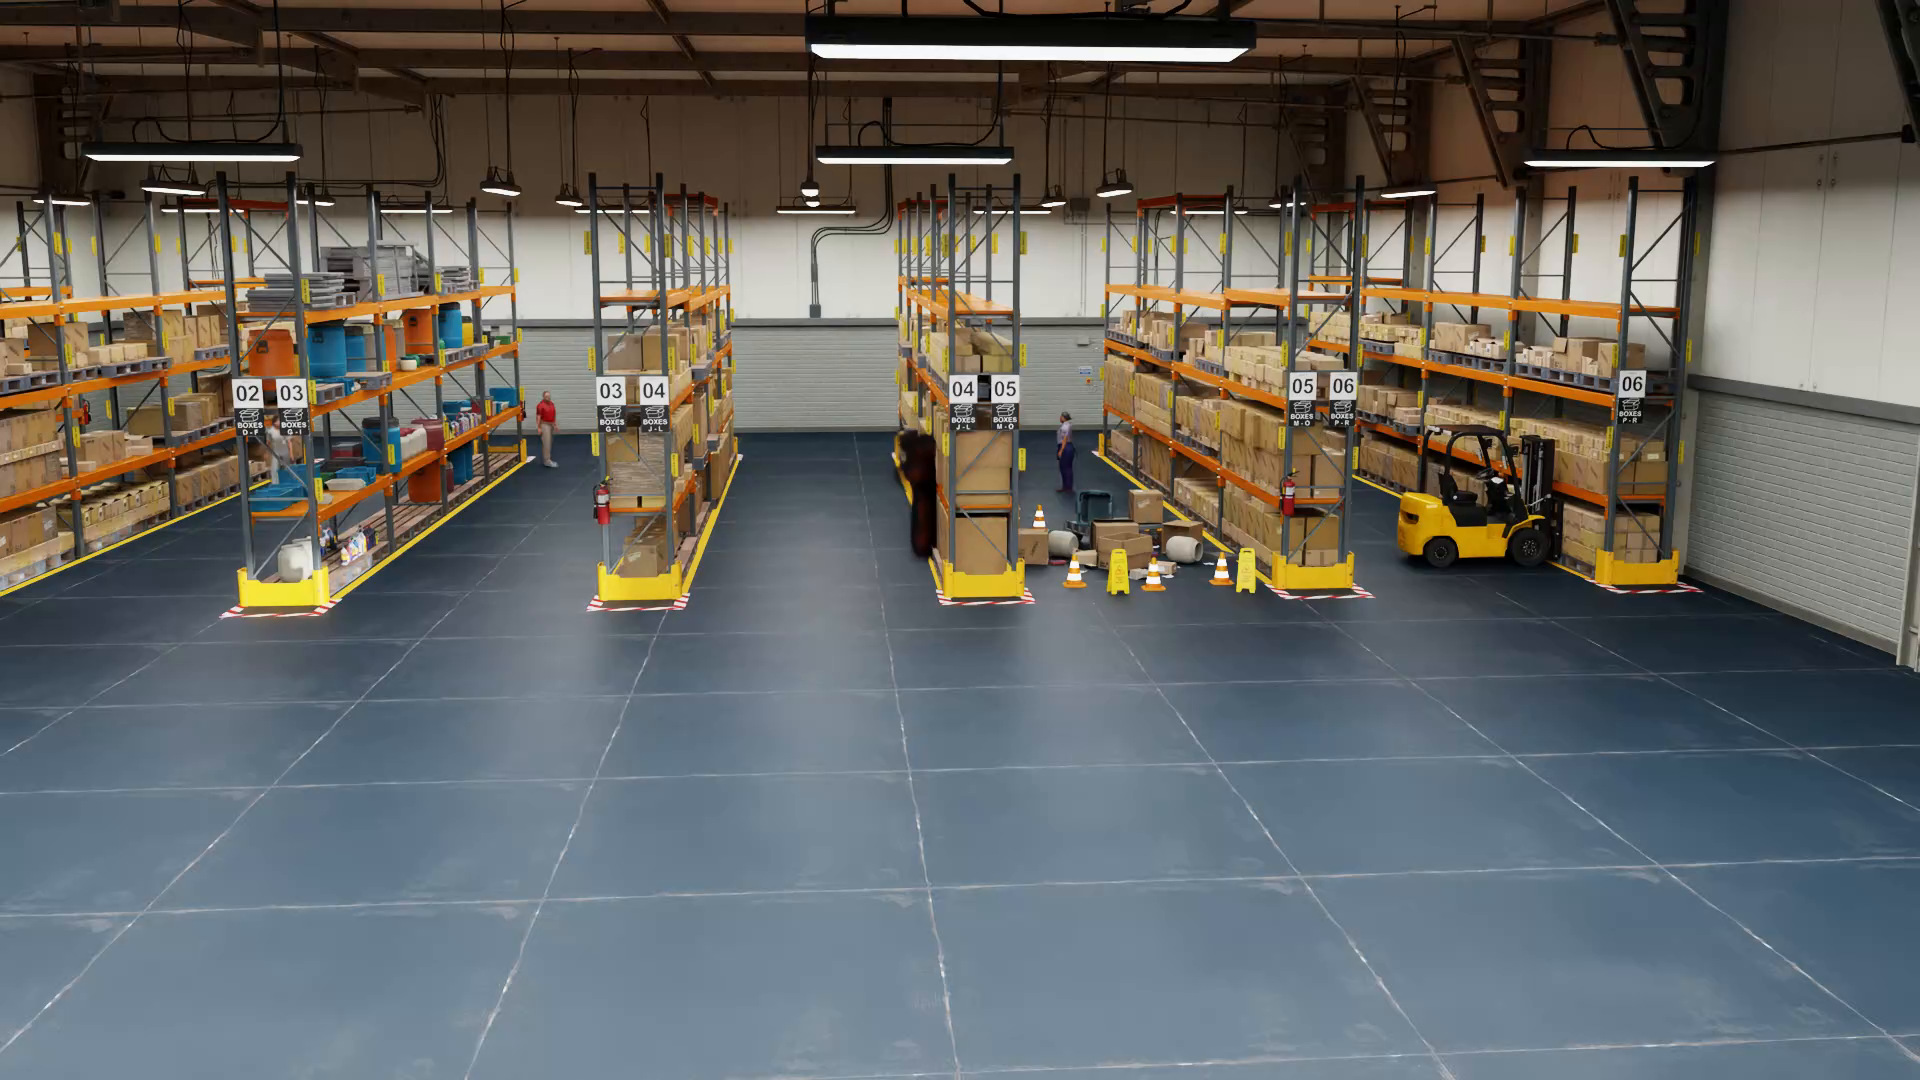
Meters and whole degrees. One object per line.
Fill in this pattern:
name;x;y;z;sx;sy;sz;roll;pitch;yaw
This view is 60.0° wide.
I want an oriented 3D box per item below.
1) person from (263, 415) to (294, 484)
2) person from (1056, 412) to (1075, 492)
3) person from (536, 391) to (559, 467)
person;-13.858;-1.728;33.804;0.618;1.612;1.061;-2;10;-9
person;2.176;-1.822;34.286;0.364;1.653;0.562;3;10;17
person;-9.461;-2.580;38.386;0.477;1.736;0.582;2;10;9
